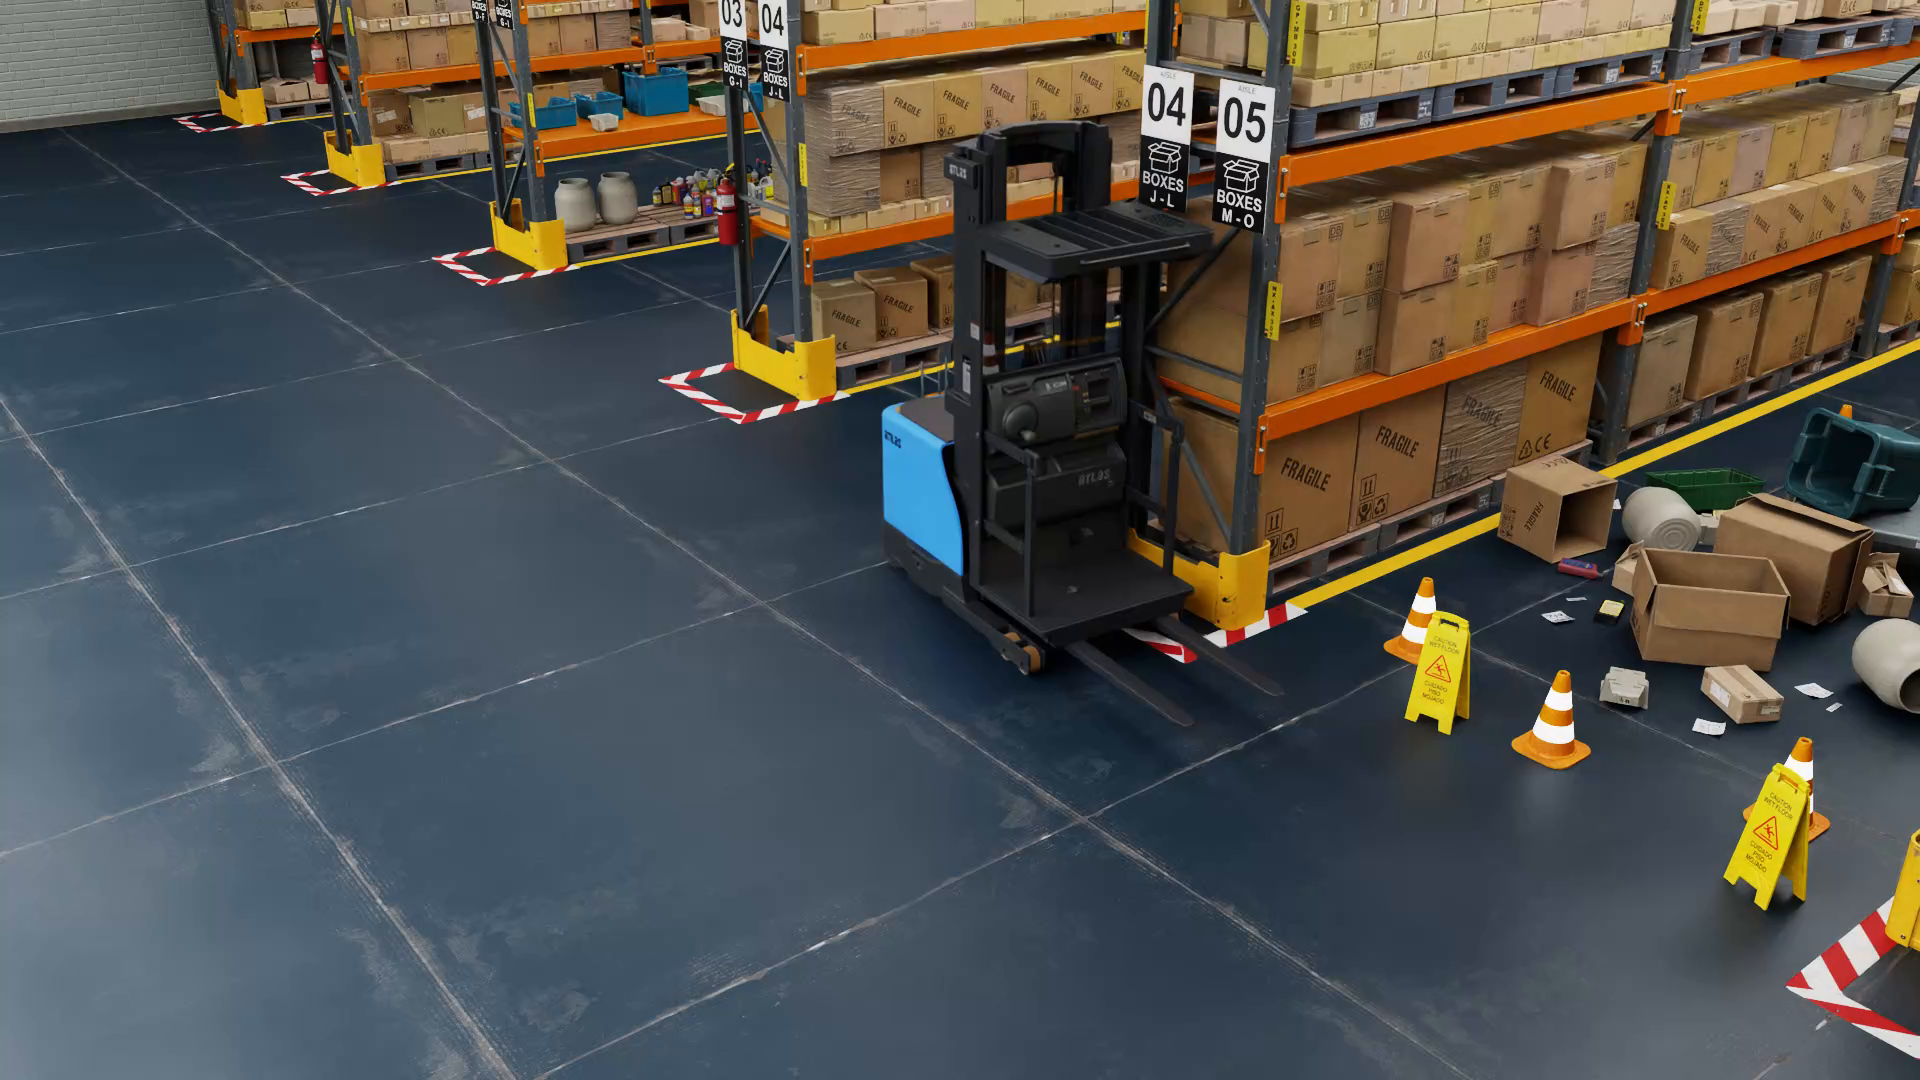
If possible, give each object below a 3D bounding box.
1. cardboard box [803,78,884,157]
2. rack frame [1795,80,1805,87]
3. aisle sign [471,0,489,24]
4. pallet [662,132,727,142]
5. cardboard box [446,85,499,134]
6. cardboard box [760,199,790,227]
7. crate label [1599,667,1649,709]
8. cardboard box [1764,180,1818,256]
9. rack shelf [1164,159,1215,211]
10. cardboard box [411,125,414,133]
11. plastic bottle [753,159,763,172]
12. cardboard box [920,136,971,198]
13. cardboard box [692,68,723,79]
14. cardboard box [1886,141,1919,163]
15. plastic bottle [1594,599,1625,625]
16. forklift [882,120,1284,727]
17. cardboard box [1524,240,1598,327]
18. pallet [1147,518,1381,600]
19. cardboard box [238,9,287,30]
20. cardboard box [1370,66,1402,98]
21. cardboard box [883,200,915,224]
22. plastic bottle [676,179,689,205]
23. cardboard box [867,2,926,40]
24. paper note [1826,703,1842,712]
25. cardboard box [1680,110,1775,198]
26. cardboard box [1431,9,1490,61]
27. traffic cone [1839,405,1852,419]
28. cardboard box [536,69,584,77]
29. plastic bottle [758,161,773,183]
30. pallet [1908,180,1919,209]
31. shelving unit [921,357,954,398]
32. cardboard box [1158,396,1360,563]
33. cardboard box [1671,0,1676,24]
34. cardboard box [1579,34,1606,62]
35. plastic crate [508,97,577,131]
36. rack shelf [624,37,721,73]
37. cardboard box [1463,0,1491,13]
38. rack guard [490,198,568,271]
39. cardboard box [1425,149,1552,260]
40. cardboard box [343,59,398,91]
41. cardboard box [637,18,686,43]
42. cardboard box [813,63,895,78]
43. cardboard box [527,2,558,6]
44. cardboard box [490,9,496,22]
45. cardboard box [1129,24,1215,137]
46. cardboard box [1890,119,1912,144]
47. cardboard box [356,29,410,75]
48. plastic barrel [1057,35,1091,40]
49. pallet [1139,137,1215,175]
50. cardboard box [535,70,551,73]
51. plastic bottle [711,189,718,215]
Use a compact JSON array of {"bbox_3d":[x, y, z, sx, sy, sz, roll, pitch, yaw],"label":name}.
[{"bbox_3d":[-0.959,-3.399,13.350,0.500,0.500,0.500,-18,31,-34],"label":"cardboard box"},{"bbox_3d":[11.031,-6.868,22.486,0.127,3.000,1.000,-18,31,-34],"label":"rack frame"},{"bbox_3d":[-4.856,-5.612,16.691,0.004,0.787,0.394,-18,31,-34],"label":"aisle sign"},{"bbox_3d":[-3.966,-5.973,23.870,1.213,0.211,1.003,-18,31,-34],"label":"pallet"},{"bbox_3d":[-6.332,-5.608,21.648,0.500,0.500,0.500,-18,31,-34],"label":"cardboard box"},{"bbox_3d":[-1.463,-2.741,13.890,0.250,0.149,0.380,-18,31,-34],"label":"cardboard box"},{"bbox_3d":[3.726,0.826,9.307,0.250,0.136,0.298,10,27,20],"label":"crate label"},{"bbox_3d":[6.341,-2.567,13.099,0.500,0.500,0.500,-18,30,-33],"label":"cardboard box"},{"bbox_3d":[3.162,-3.944,17.040,4.000,0.370,1.077,-18,31,-34],"label":"rack shelf"},{"bbox_3d":[-7.044,-5.309,21.894,0.500,0.250,0.500,-18,31,-34],"label":"cardboard box"},{"bbox_3d":[-2.359,-4.318,19.614,0.185,0.351,0.144,-17,30,-33],"label":"plastic bottle"},{"bbox_3d":[-0.370,-3.311,14.350,0.500,0.500,0.875,-18,31,-34],"label":"cardboard box"},{"bbox_3d":[-3.580,-6.698,24.220,0.500,0.311,0.500,-18,31,-34],"label":"cardboard box"},{"bbox_3d":[8.221,-3.391,14.441,0.250,0.149,0.380,-17,30,-32],"label":"cardboard box"},{"bbox_3d":[4.013,0.430,10.250,0.133,0.061,0.283,15,29,29],"label":"plastic bottle"},{"bbox_3d":[0.679,-0.776,9.441,1.130,2.935,3.031,-14,28,-28],"label":"forklift"},{"bbox_3d":[3.867,-1.900,11.602,0.550,0.550,0.875,-18,31,-34],"label":"cardboard box"},{"bbox_3d":[2.002,-0.012,11.024,1.213,0.211,1.003,-18,31,-34],"label":"pallet"},{"bbox_3d":[-10.149,-7.597,24.211,0.500,0.250,0.500,-19,31,-35],"label":"cardboard box"},{"bbox_3d":[2.287,-2.639,9.492,0.250,0.149,0.380,-18,30,-34],"label":"cardboard box"},{"bbox_3d":[-0.590,-2.784,13.983,0.250,0.149,0.380,-18,31,-34],"label":"cardboard box"},{"bbox_3d":[-3.160,-3.964,18.932,0.133,0.283,0.061,-18,31,-34],"label":"plastic bottle"},{"bbox_3d":[-0.619,-4.180,13.309,0.500,0.250,0.500,-19,31,-35],"label":"cardboard box"},{"bbox_3d":[4.857,0.929,9.237,0.123,0.001,0.032,-18,31,-34],"label":"paper note"},{"bbox_3d":[5.758,-2.977,12.795,0.500,0.500,0.700,-18,30,-34],"label":"cardboard box"},{"bbox_3d":[2.755,-3.010,9.817,0.500,0.250,0.500,-19,31,-34],"label":"cardboard box"},{"bbox_3d":[6.556,-0.779,12.379,0.334,0.463,0.336,-18,31,-34],"label":"traffic cone"},{"bbox_3d":[-5.469,-6.168,22.854,0.500,0.500,0.500,-18,31,-34],"label":"cardboard box"},{"bbox_3d":[-2.271,-4.270,19.511,0.185,0.351,0.144,-18,31,-34],"label":"plastic bottle"},{"bbox_3d":[8.212,-3.254,14.927,1.003,0.211,1.213,-18,31,-34],"label":"pallet"},{"bbox_3d":[-0.112,-0.608,11.134,0.189,1.200,0.258,-14,28,-28],"label":"shelving unit"},{"bbox_3d":[1.914,-0.468,10.719,0.875,0.875,0.875,-18,30,-34],"label":"cardboard box"},{"bbox_3d":[5.026,-3.847,11.973,0.500,0.250,0.500,-18,30,-33],"label":"cardboard box"},{"bbox_3d":[3.878,-3.164,10.623,0.250,0.149,0.380,-18,30,-34],"label":"cardboard box"},{"bbox_3d":[-4.407,-4.515,17.591,0.616,0.251,0.499,-18,31,-34],"label":"plastic crate"},{"bbox_3d":[-2.948,-7.227,24.114,4.000,0.370,1.077,-18,31,-34],"label":"rack shelf"},{"bbox_3d":[2.881,-3.198,9.748,0.250,0.149,0.380,-19,31,-35],"label":"cardboard box"},{"bbox_3d":[-4.585,-3.254,17.668,0.348,0.500,1.175,-18,31,-34],"label":"rack guard"},{"bbox_3d":[3.387,-2.279,11.137,0.550,0.550,0.875,-18,31,-34],"label":"cardboard box"},{"bbox_3d":[-9.072,-7.173,25.588,0.500,0.500,0.700,-21,32,-37],"label":"cardboard box"},{"bbox_3d":[-4.161,-7.108,23.181,0.500,0.250,0.500,-16,29,-31],"label":"cardboard box"},{"bbox_3d":[-0.889,-3.702,14.005,0.500,0.500,0.500,-18,31,-34],"label":"cardboard box"},{"bbox_3d":[-5.658,-7.289,21.732,0.500,0.500,0.700,-18,31,-34],"label":"cardboard box"},{"bbox_3d":[-6.018,-6.764,21.372,0.250,0.149,0.380,-18,30,-34],"label":"cardboard box"},{"bbox_3d":[2.300,-4.374,15.900,1.000,1.000,1.000,-18,30,-34],"label":"cardboard box"},{"bbox_3d":[8.203,-3.524,14.374,0.250,0.149,0.380,-18,31,-34],"label":"cardboard box"},{"bbox_3d":[-7.294,-6.157,20.835,0.500,0.500,0.700,-18,31,-34],"label":"cardboard box"},{"bbox_3d":[1.501,-6.272,21.039,0.708,0.536,0.600,-18,31,-34],"label":"plastic barrel"},{"bbox_3d":[2.279,-3.815,16.134,1.213,0.211,1.003,-18,31,-34],"label":"pallet"},{"bbox_3d":[-7.013,-7.936,27.234,0.500,0.500,0.700,-17,30,-32],"label":"cardboard box"},{"bbox_3d":[-2.727,-3.772,18.532,0.097,0.271,0.097,0,25,0],"label":"plastic bottle"}]
